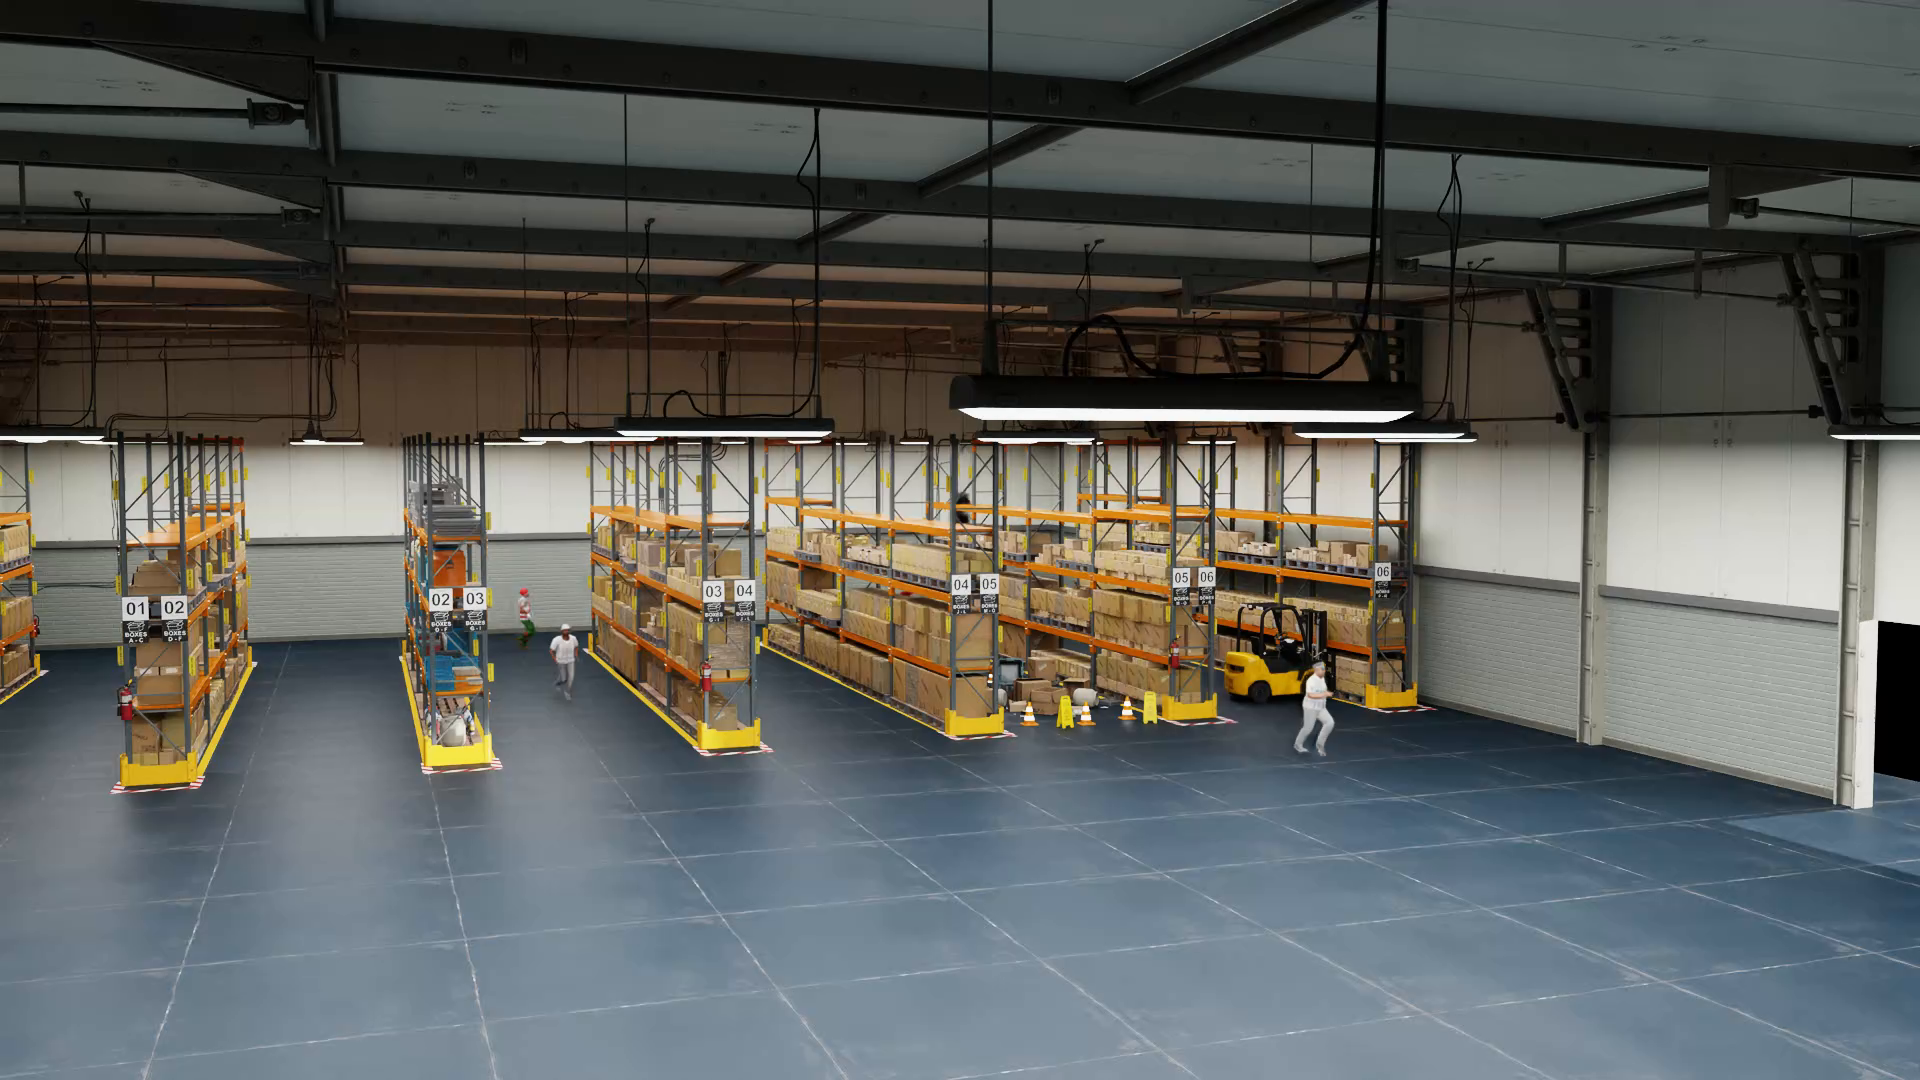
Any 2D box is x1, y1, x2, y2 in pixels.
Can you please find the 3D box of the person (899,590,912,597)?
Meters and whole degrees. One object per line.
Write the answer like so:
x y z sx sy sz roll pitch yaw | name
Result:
-1.773 2.040 51.173 0.579 1.718 0.676 0 3 -6 | person

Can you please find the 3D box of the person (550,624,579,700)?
-9.011 2.765 37.898 0.690 1.722 0.748 -2 4 -29 | person

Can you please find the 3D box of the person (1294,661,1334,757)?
6.589 3.138 30.896 0.853 1.802 0.689 3 4 42 | person

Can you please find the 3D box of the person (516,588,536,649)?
-12.338 2.240 47.197 0.545 1.746 0.661 -1 3 -24 | person
